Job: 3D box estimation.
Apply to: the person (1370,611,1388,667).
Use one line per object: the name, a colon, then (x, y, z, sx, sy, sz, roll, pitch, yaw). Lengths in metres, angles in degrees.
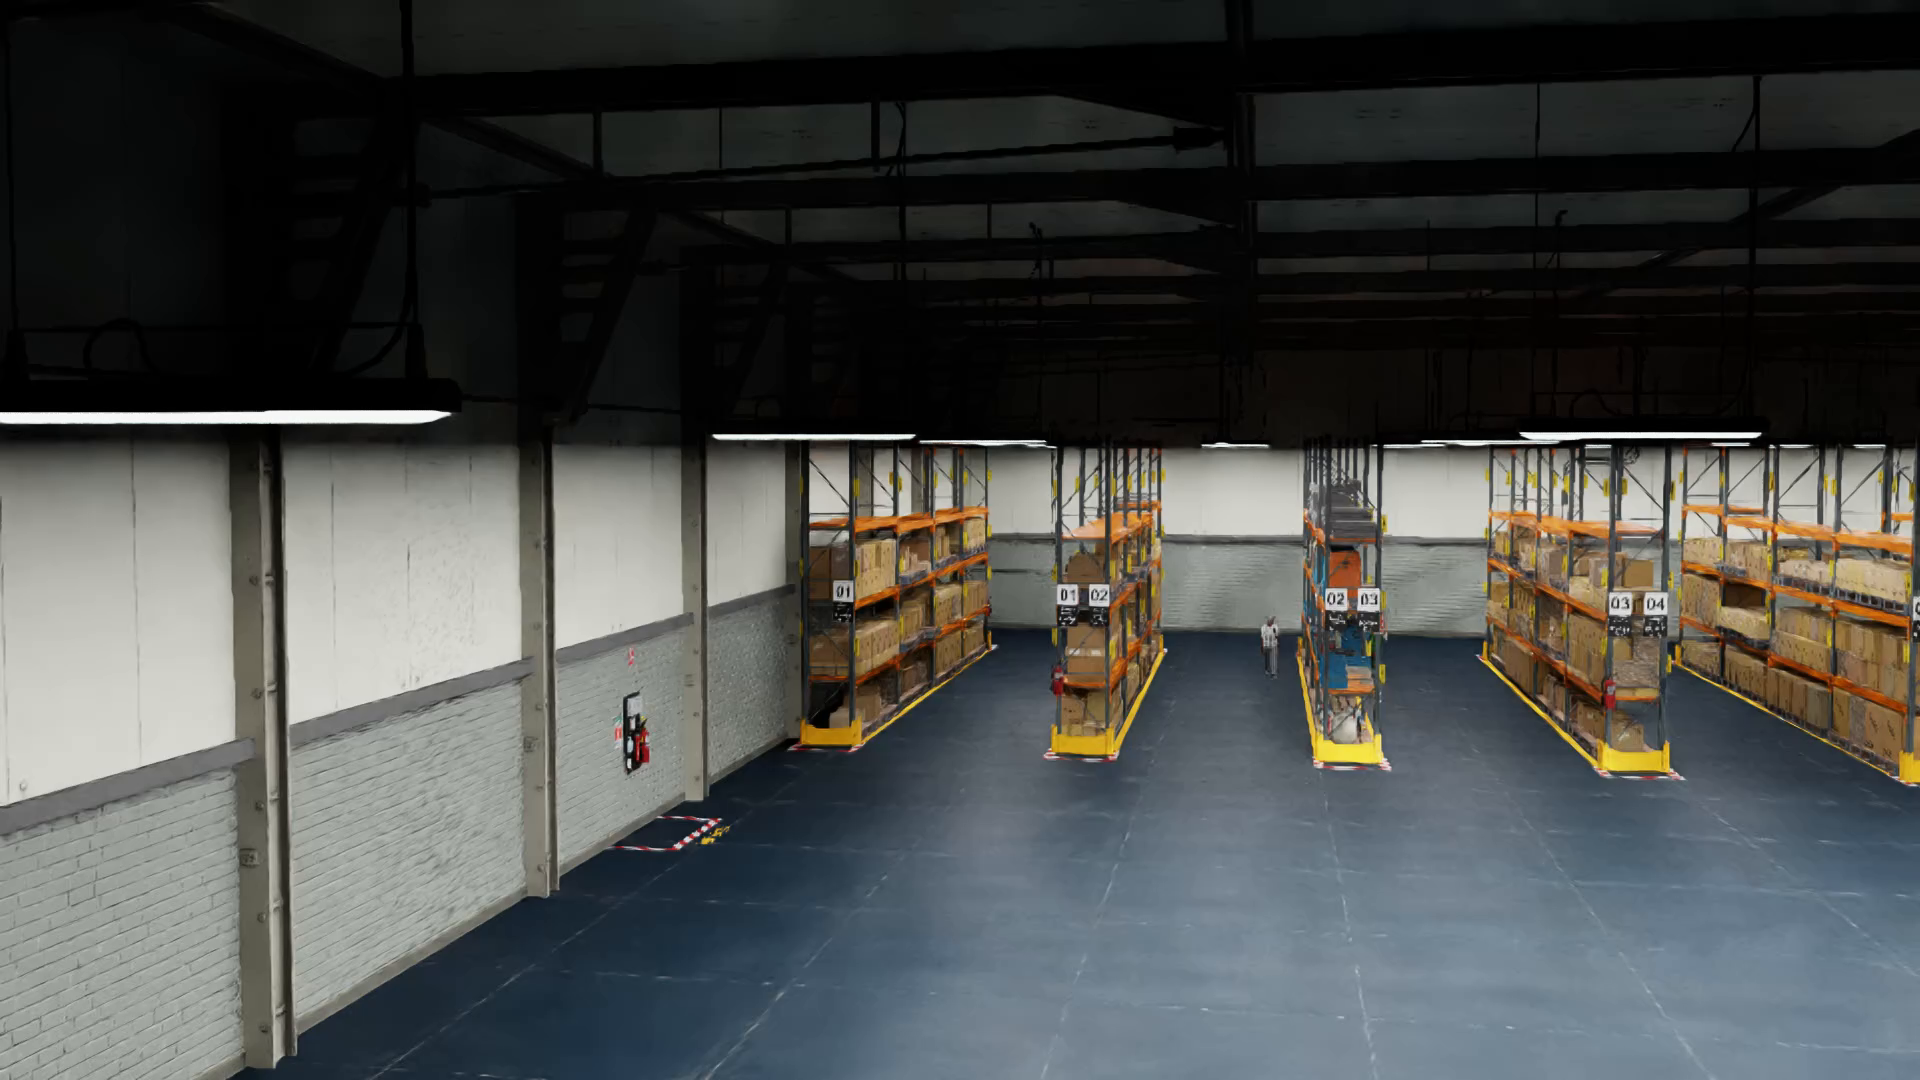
person: (11.043, 2.472, 44.070, 0.567, 1.736, 1.044, 0, 3, 9)

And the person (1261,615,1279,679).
person: (7.771, 2.657, 41.686, 0.456, 1.589, 1.088, 1, 3, 13)
